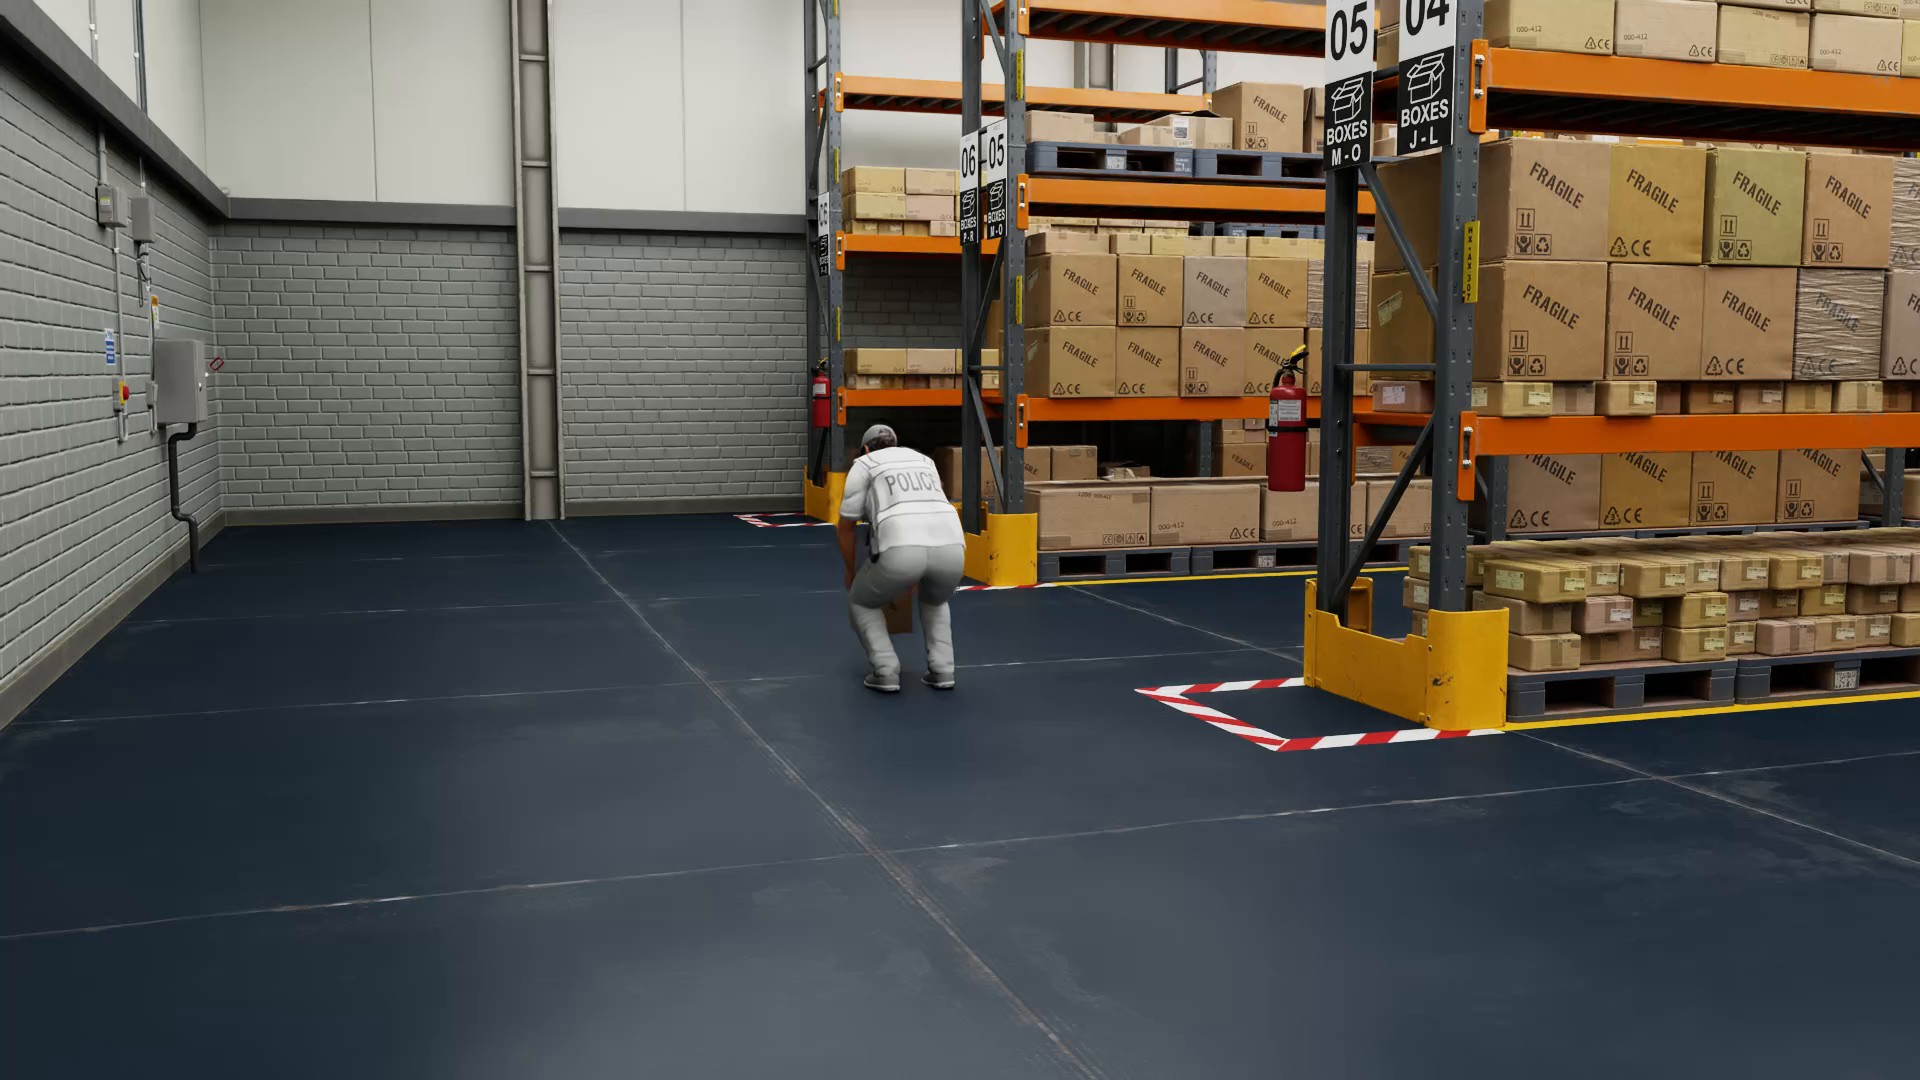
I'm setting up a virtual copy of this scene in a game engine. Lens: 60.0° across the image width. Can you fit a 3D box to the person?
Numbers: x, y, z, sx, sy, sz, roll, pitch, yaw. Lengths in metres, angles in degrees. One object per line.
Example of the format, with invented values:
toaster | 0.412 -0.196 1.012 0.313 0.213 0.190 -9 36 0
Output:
person | -0.292 0.081 7.889 0.541 1.239 0.794 -2 6 -19
